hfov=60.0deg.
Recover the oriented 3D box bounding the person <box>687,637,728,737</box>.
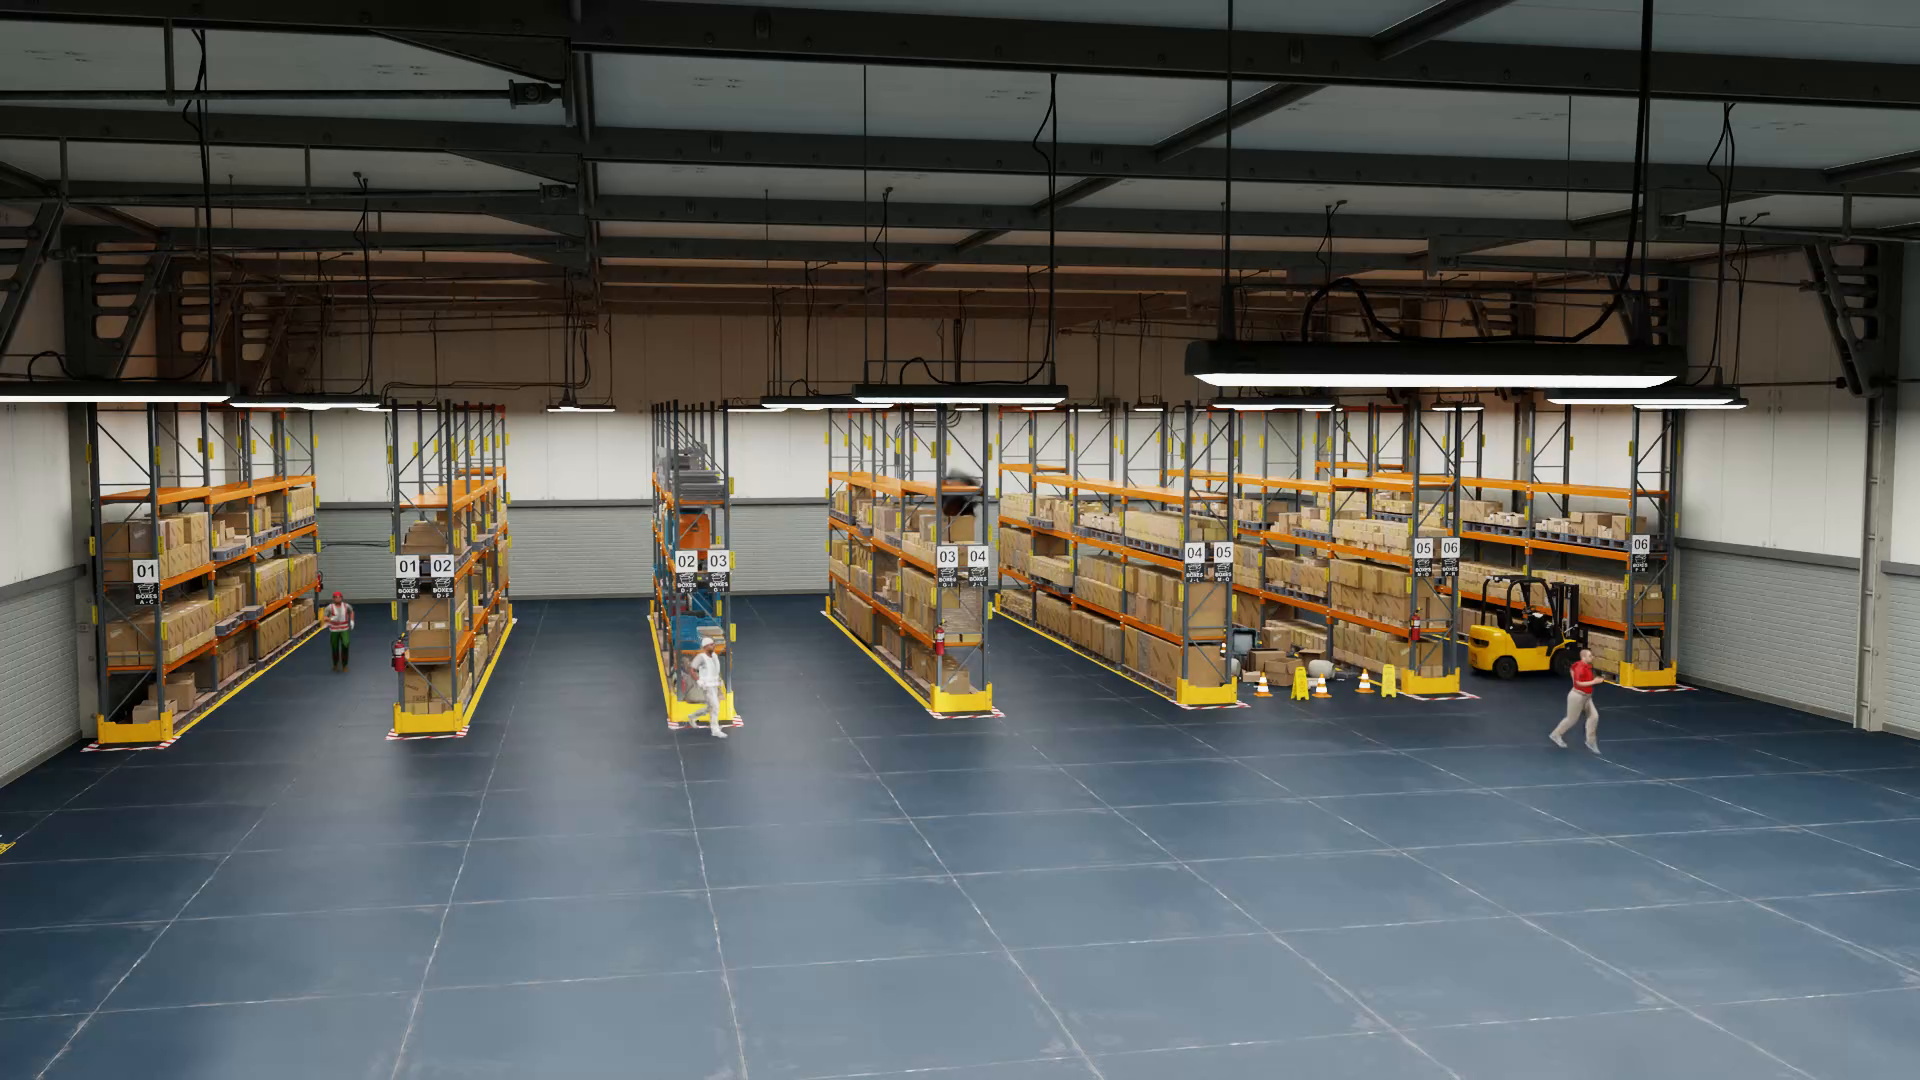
[{"bbox_3d":[-4.517,2.620,29.707,0.857,1.767,0.703,2,5,24],"label":"person"}]

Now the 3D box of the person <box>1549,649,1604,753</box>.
[{"bbox_3d":[10.500,2.754,28.289,0.884,1.817,0.643,4,6,39],"label":"person"}]

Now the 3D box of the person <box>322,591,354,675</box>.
[{"bbox_3d":[-13.764,2.050,36.830,0.681,1.853,0.795,-2,5,-26],"label":"person"}]
